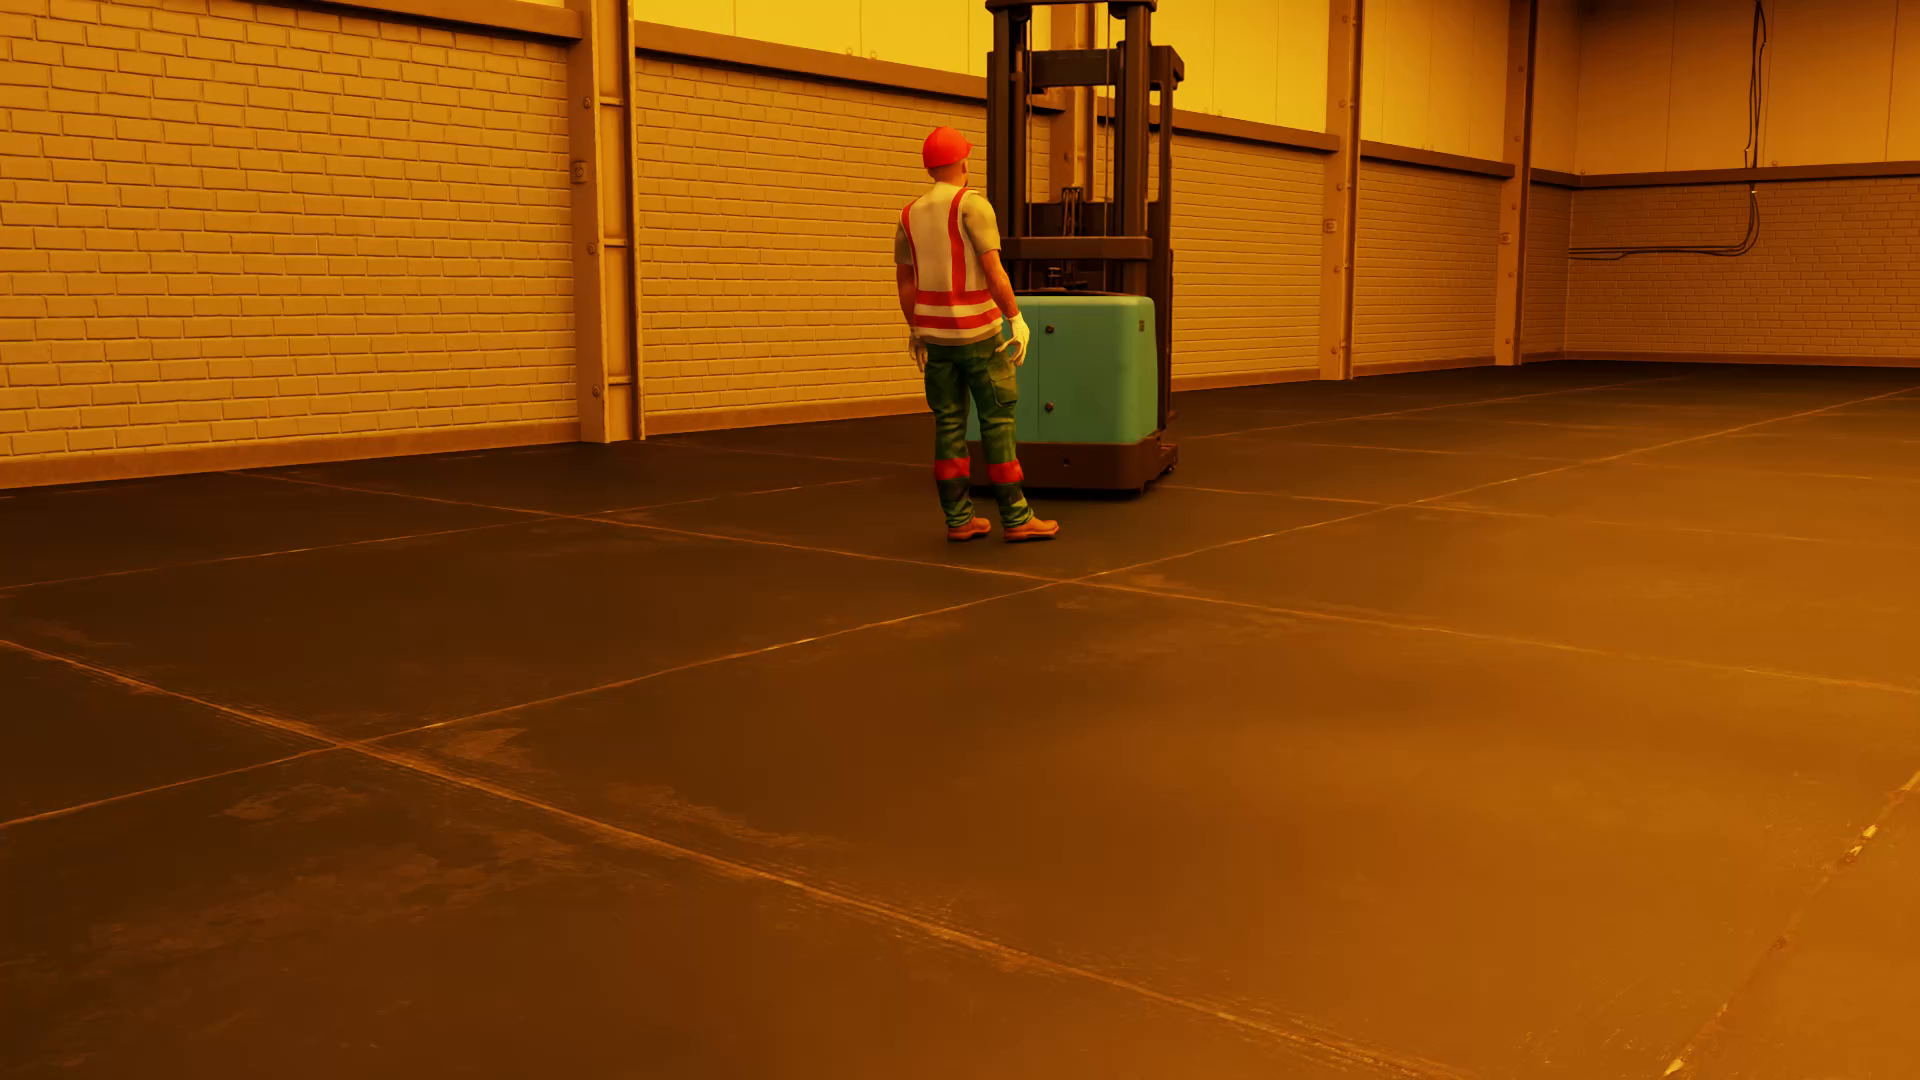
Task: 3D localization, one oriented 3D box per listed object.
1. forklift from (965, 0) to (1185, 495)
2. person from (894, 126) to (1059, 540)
[{"bbox_3d":[0.752,-1.870,10.059,1.130,2.935,3.031,2,9,13],"label":"forklift"},{"bbox_3d":[0.059,-0.900,7.330,0.638,1.789,0.562,7,11,38],"label":"person"}]
